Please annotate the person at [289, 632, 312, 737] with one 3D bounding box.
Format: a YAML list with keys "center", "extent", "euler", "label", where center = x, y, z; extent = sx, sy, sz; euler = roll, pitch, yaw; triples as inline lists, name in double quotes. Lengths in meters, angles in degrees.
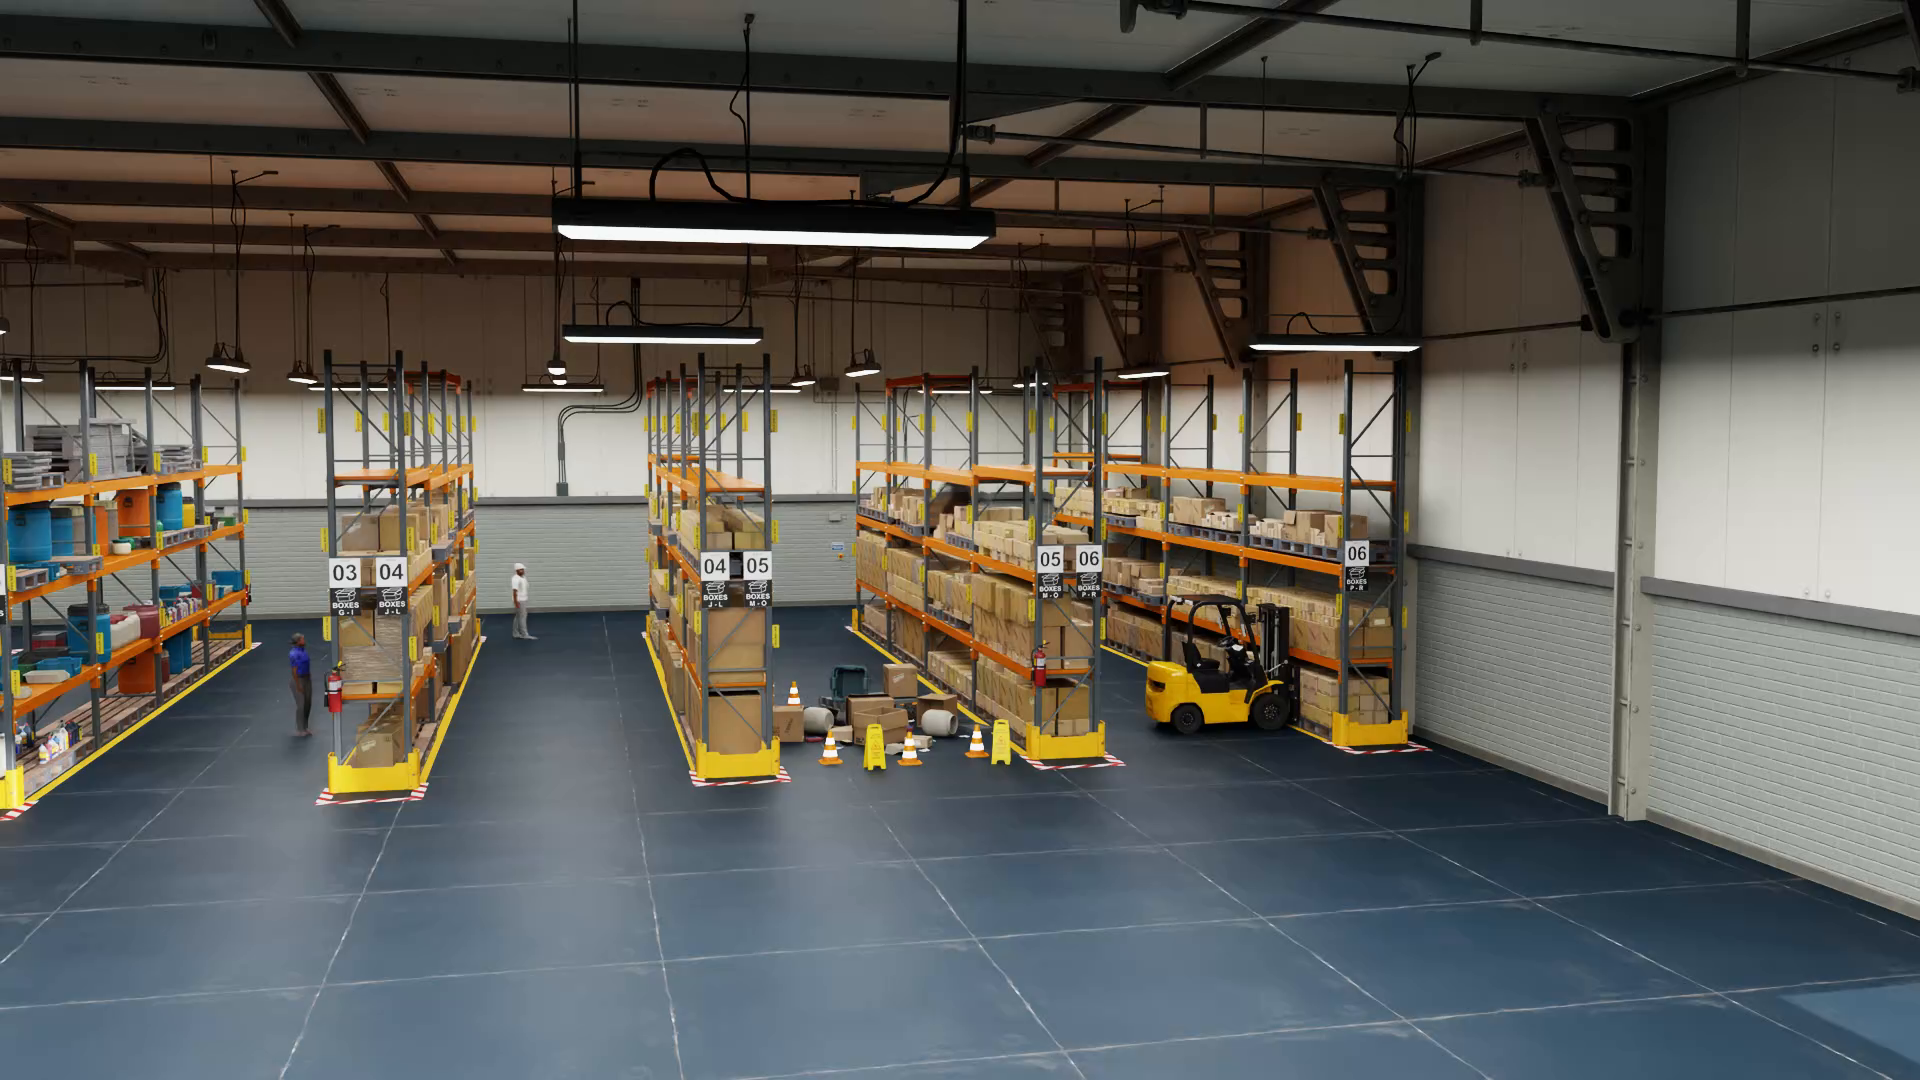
- center: [-10.603, 2.349, 26.889]
  extent: [0.444, 1.718, 0.466]
  euler: [1, 4, 17]
  label: "person"

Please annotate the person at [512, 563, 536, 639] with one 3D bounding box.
- center: [-10.166, 1.421, 38.775]
  extent: [0.561, 1.776, 0.588]
  euler: [0, 4, -4]
  label: "person"
